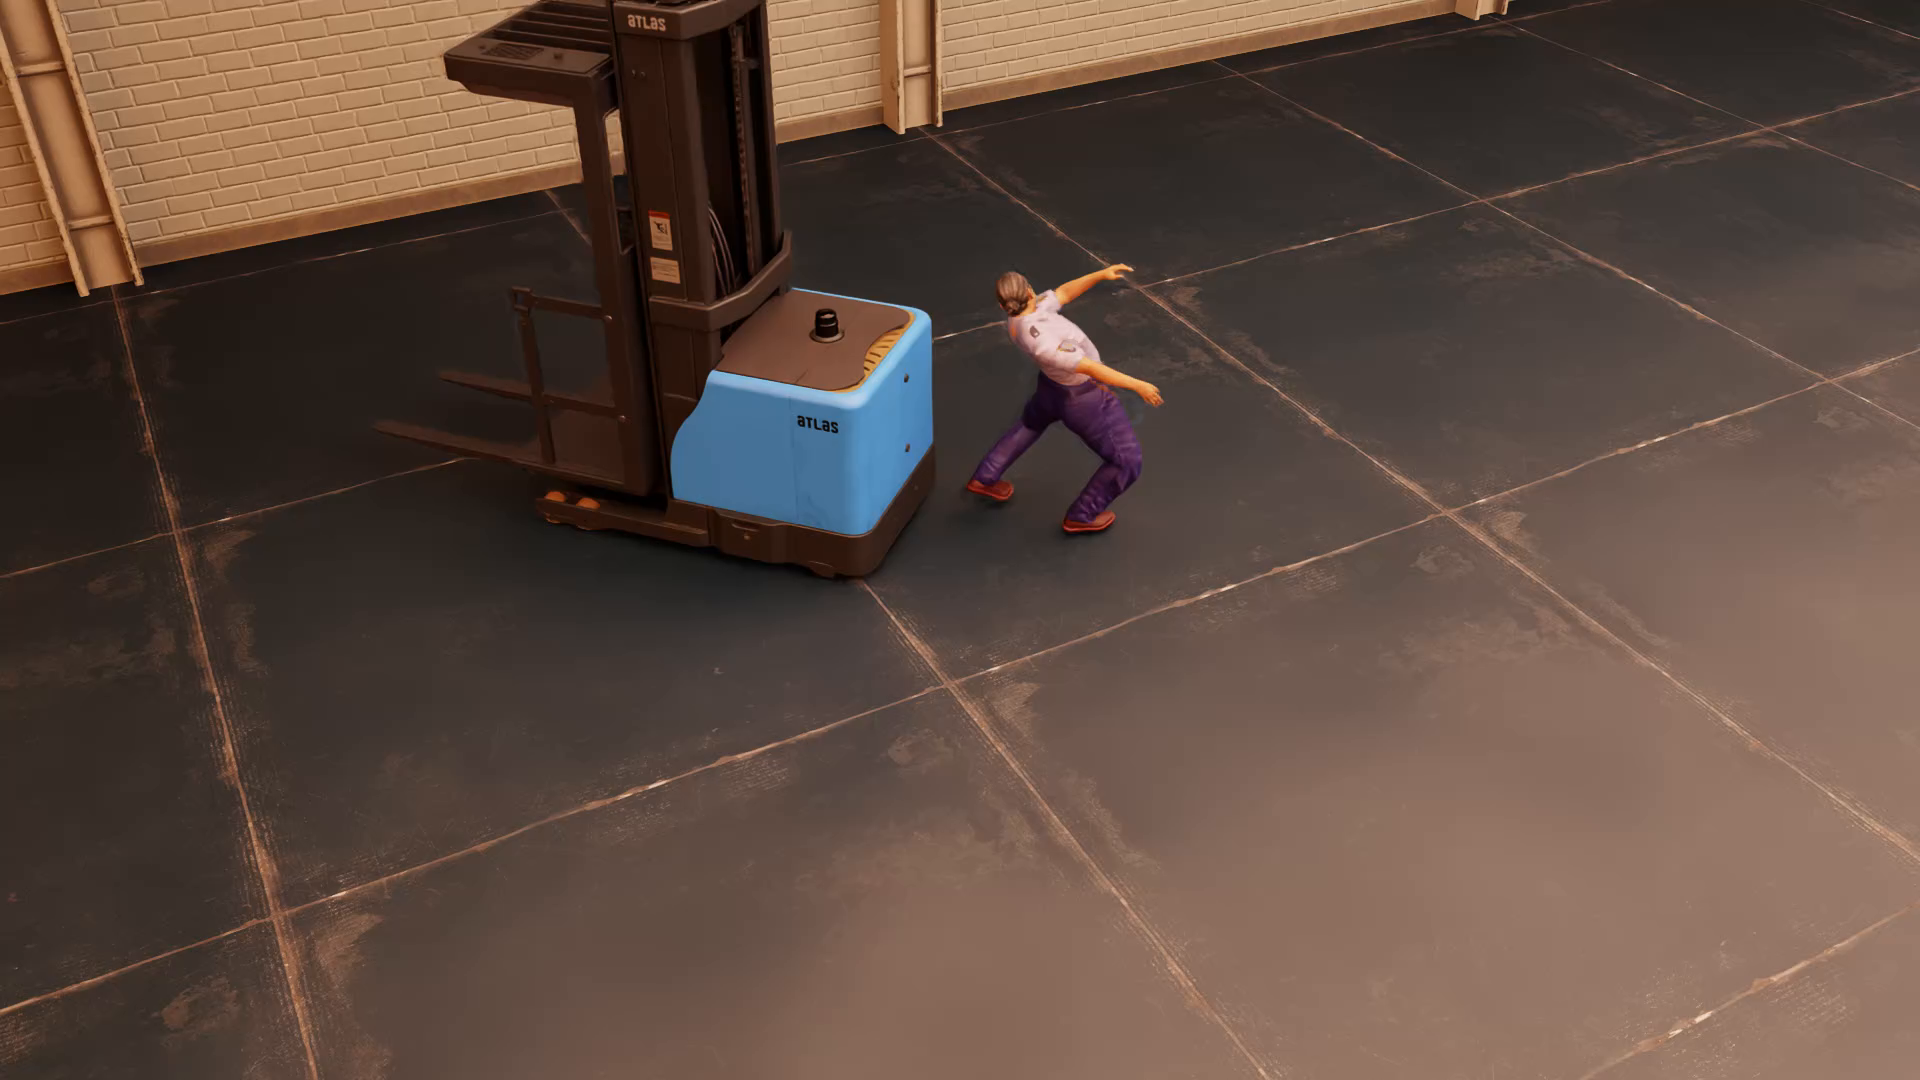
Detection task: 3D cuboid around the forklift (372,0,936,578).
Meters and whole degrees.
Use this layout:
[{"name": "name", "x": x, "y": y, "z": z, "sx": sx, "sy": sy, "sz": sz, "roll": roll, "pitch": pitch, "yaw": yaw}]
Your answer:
[{"name": "forklift", "x": -1.704, "y": -1.521, "z": 8.275, "sx": 3.031, "sy": 2.935, "sz": 1.130, "roll": 12, "pitch": 37, "yaw": 16}]

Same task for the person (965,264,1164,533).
[{"name": "person", "x": 0.582, "y": -0.661, "z": 8.342, "sx": 0.723, "sy": 1.405, "sz": 0.976, "roll": -25, "pitch": 42, "yaw": -31}]
